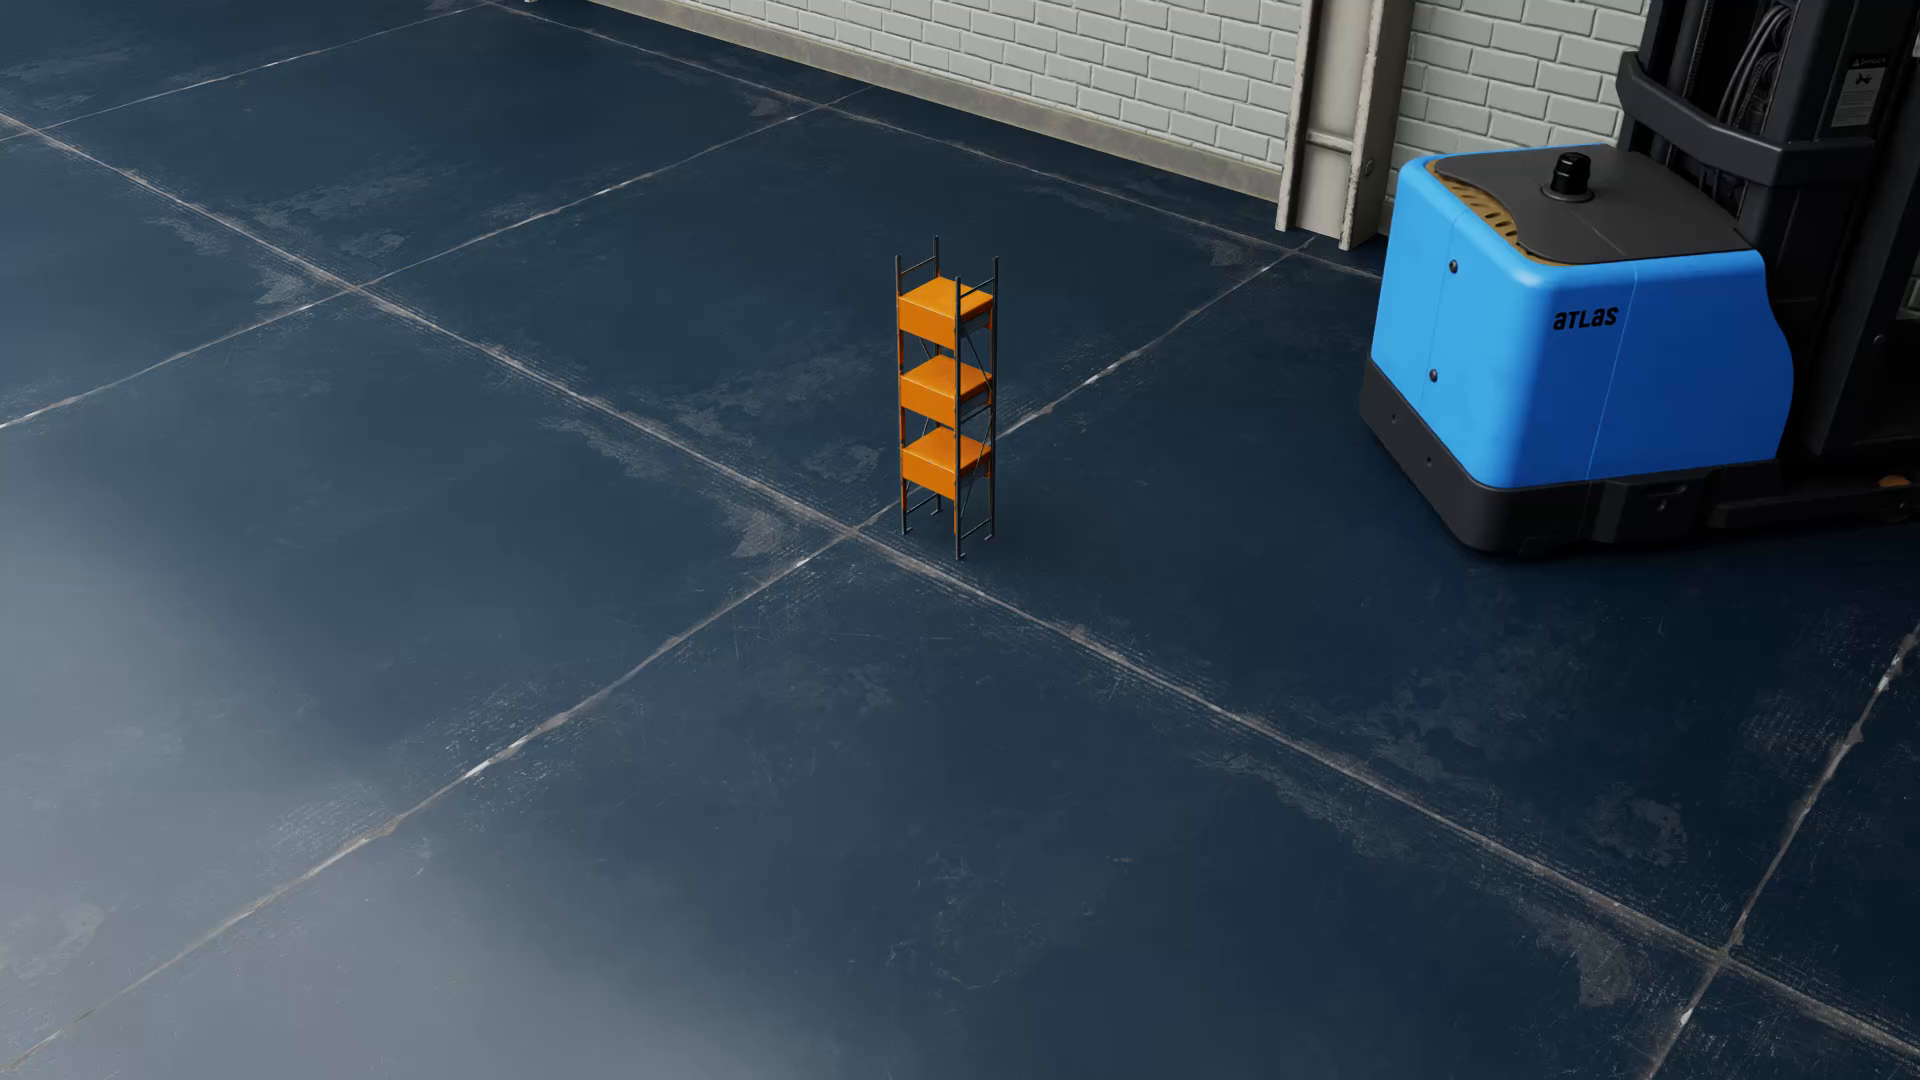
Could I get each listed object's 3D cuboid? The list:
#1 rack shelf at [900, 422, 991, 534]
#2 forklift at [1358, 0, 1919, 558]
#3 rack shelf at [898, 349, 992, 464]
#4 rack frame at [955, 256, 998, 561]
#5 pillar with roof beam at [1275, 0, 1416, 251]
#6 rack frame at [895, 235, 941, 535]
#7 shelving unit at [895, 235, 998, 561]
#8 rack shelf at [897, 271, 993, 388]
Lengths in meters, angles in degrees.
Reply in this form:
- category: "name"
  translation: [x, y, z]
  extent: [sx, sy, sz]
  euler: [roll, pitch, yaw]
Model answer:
- category: "rack shelf"
  translation: [-0.041, -0.214, 5.644]
  extent: [0.240, 0.259, 0.215]
  euler: [25, 42, 32]
- category: "forklift"
  translation: [3.086, -1.558, 5.430]
  extent: [3.031, 2.935, 1.130]
  euler: [-6, 35, -9]
- category: "rack shelf"
  translation: [-0.041, -0.443, 5.487]
  extent: [0.240, 0.259, 0.215]
  euler: [25, 42, 32]
- category: "rack frame"
  translation: [0.053, -0.408, 5.417]
  extent: [0.008, 1.050, 0.200]
  euler: [25, 42, 32]
- category: "pillar with roof beam"
  translation: [-1.009, -3.312, 2.623]
  extent: [0.400, 9.000, 9.100]
  euler: [25, 42, 32]
- category: "rack frame"
  translation: [-0.135, -0.496, 5.545]
  extent: [0.008, 1.050, 0.200]
  euler: [25, 42, 32]
- category: "shelving unit"
  translation: [-0.041, -0.452, 5.481]
  extent: [0.252, 1.050, 0.215]
  euler: [25, 42, 32]
- category: "rack shelf"
  translation: [-0.041, -0.677, 5.326]
  extent: [0.240, 0.259, 0.215]
  euler: [25, 42, 32]
